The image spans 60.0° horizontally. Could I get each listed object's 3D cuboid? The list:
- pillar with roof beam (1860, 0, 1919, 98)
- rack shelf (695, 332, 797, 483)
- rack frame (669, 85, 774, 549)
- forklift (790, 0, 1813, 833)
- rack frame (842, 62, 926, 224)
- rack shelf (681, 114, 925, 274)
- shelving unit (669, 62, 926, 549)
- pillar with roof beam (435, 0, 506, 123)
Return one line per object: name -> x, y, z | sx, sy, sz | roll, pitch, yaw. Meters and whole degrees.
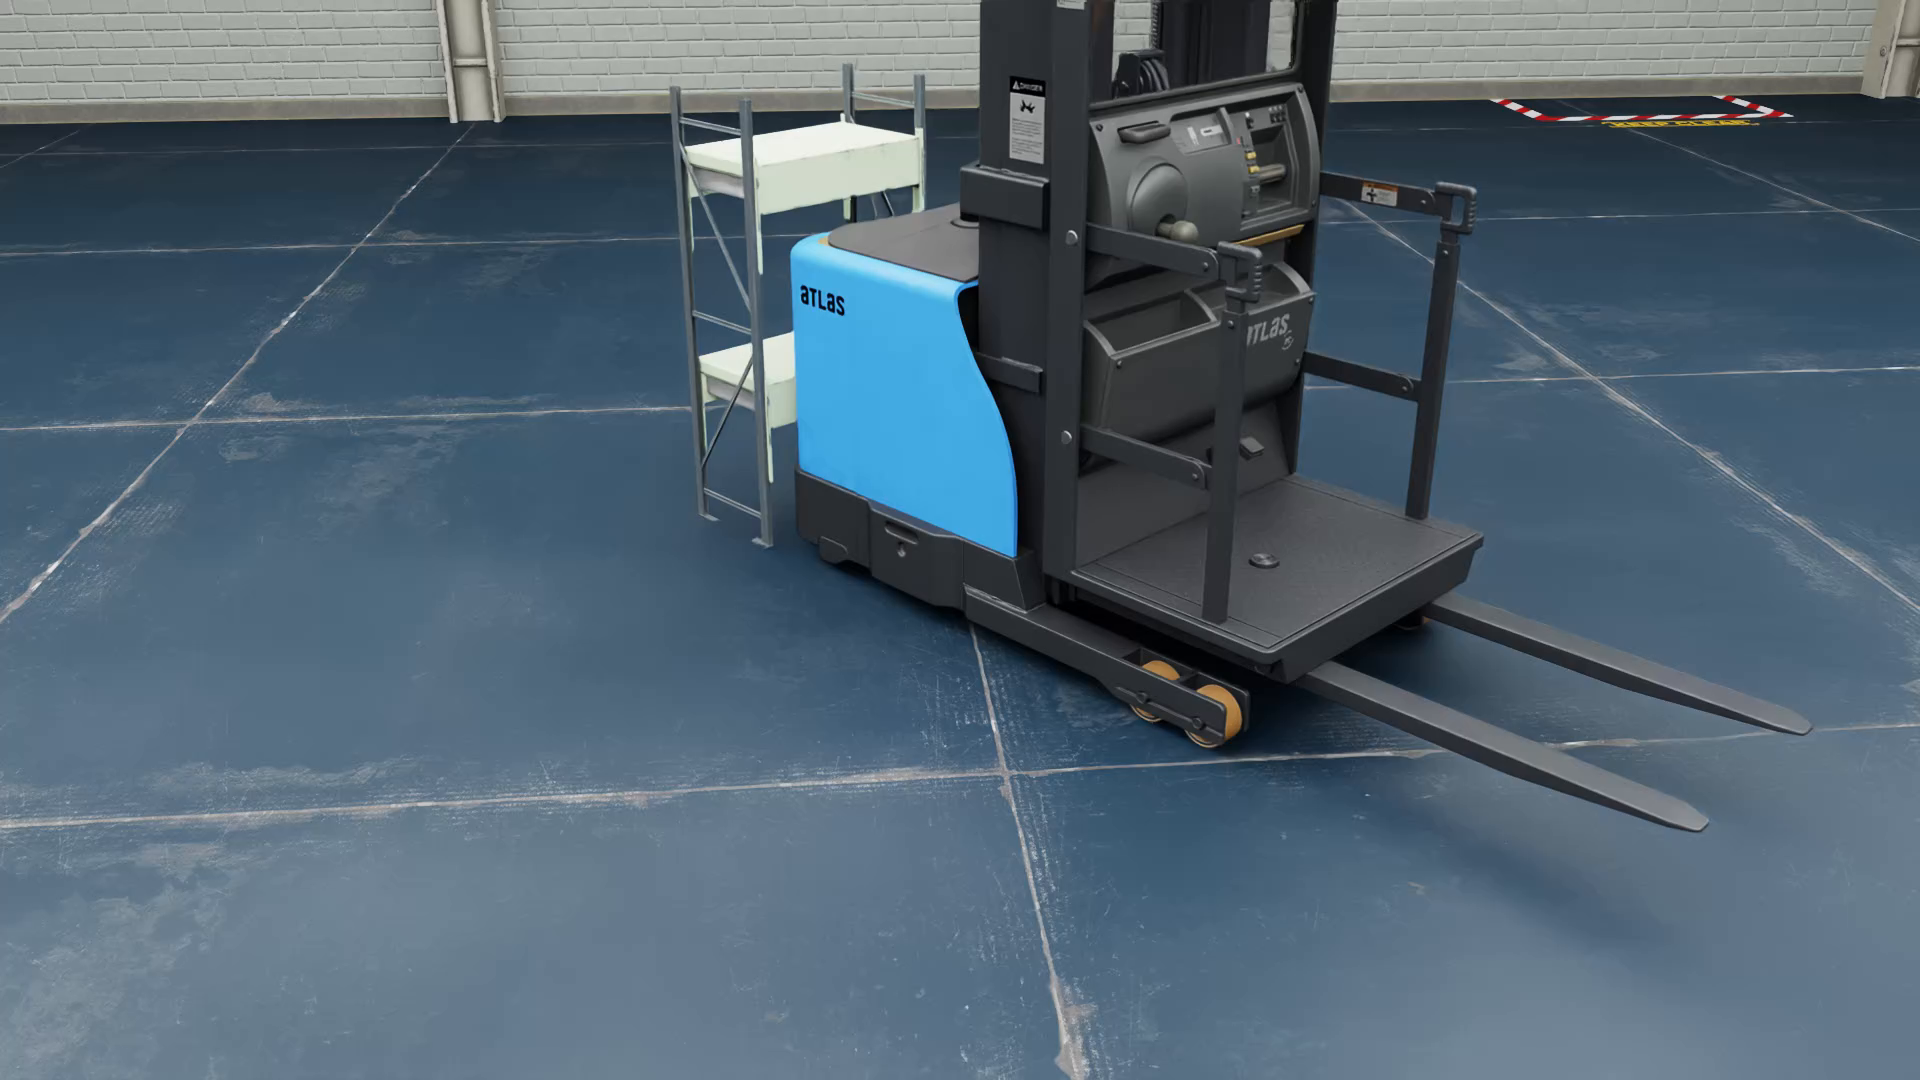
pillar with roof beam -> 8.498, -6.235, 8.697 | 0.400, 9.000, 9.100 | -2, 24, -5
rack shelf -> -0.525, -0.523, 5.883 | 0.720, 0.370, 0.431 | -22, 32, -40
rack frame -> -0.787, -0.717, 5.516 | 0.023, 1.500, 0.400 | -22, 32, -40
forklift -> 0.838, -1.016, 4.427 | 1.130, 2.935, 3.031 | -22, 32, -40
rack frame -> -0.263, -0.925, 5.984 | 0.023, 1.500, 0.400 | -22, 32, -40
rack shelf -> -0.525, -1.178, 5.592 | 0.720, 0.370, 0.431 | -22, 32, -40
shelving unit -> -0.525, -0.821, 5.750 | 0.755, 1.500, 0.431 | -22, 32, -40
pillar with roof beam -> -3.444, -5.755, 7.620 | 0.400, 9.000, 9.100 | -2, 24, -5
